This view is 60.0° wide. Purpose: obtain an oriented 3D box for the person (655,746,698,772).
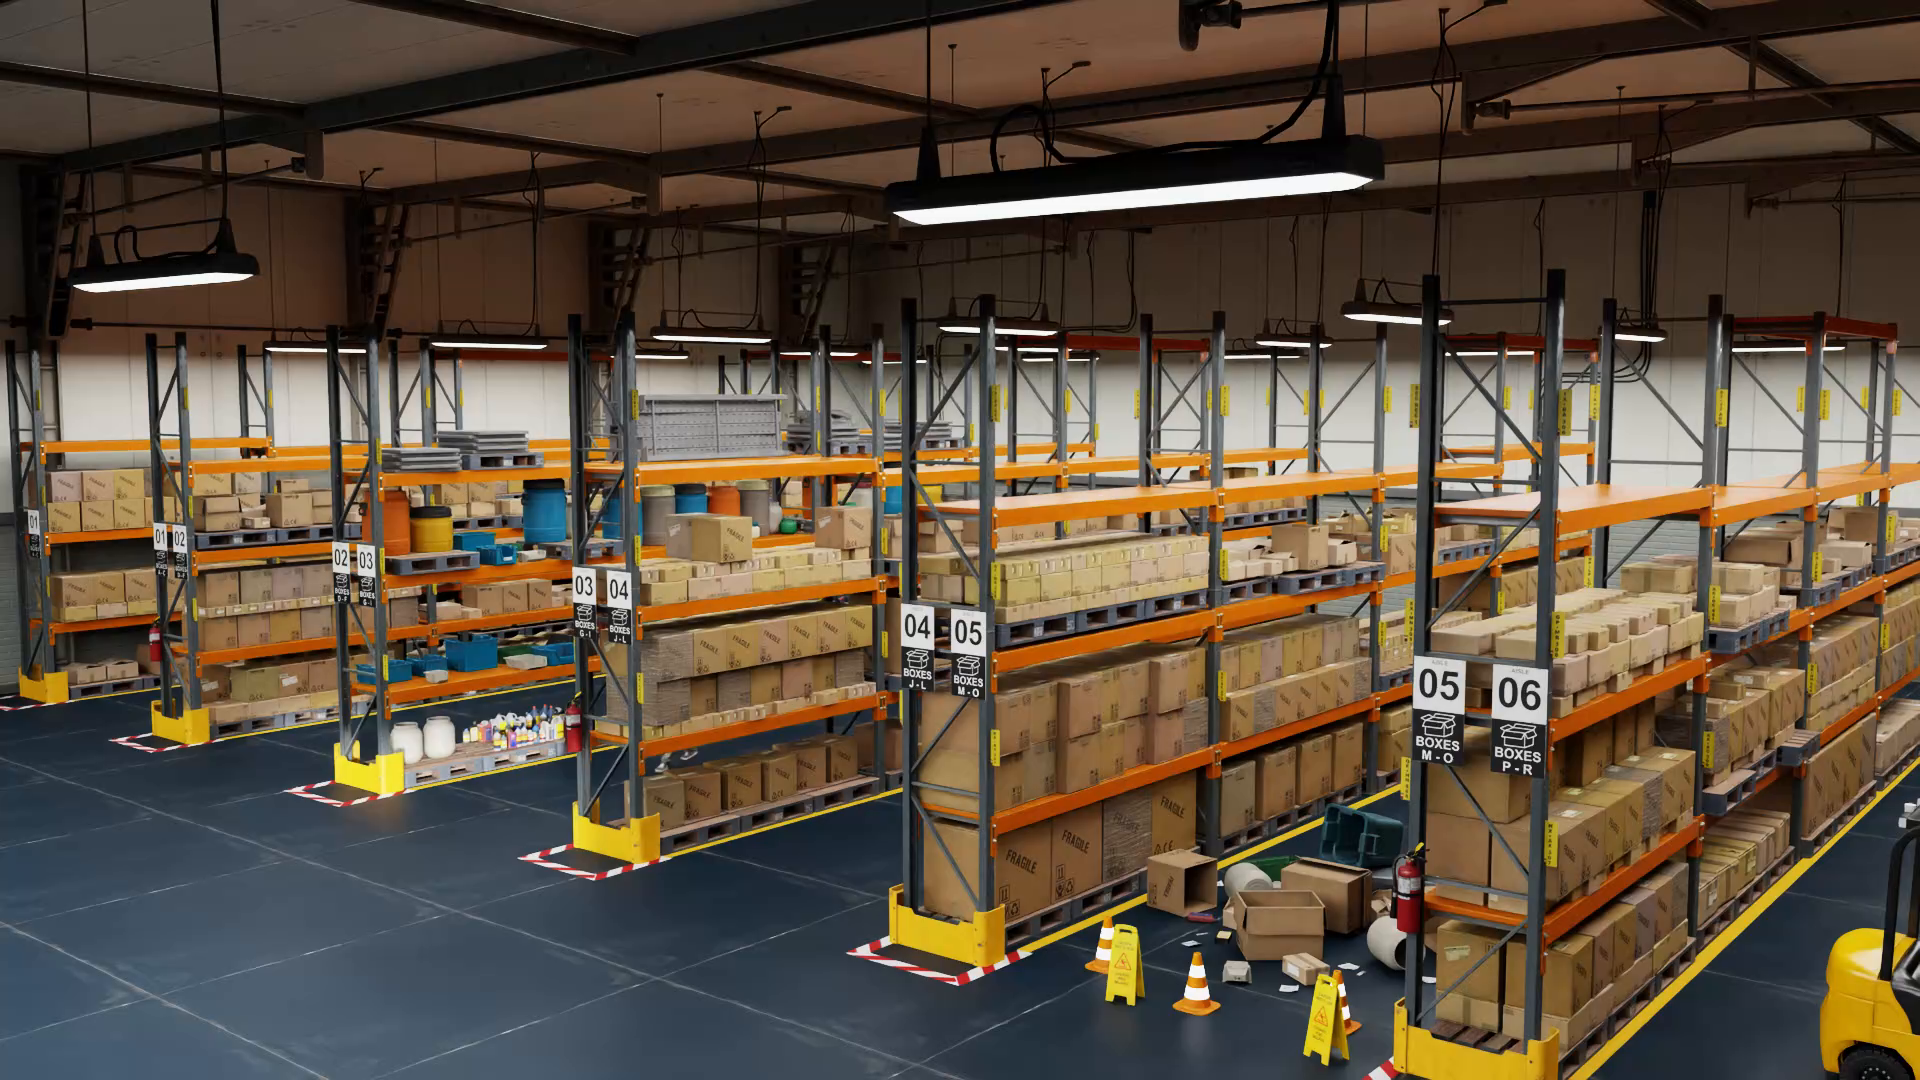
[{"bbox_3d":[-3.863,2.353,22.727,0.503,1.547,0.808,3,6,34],"label":"person"}]
